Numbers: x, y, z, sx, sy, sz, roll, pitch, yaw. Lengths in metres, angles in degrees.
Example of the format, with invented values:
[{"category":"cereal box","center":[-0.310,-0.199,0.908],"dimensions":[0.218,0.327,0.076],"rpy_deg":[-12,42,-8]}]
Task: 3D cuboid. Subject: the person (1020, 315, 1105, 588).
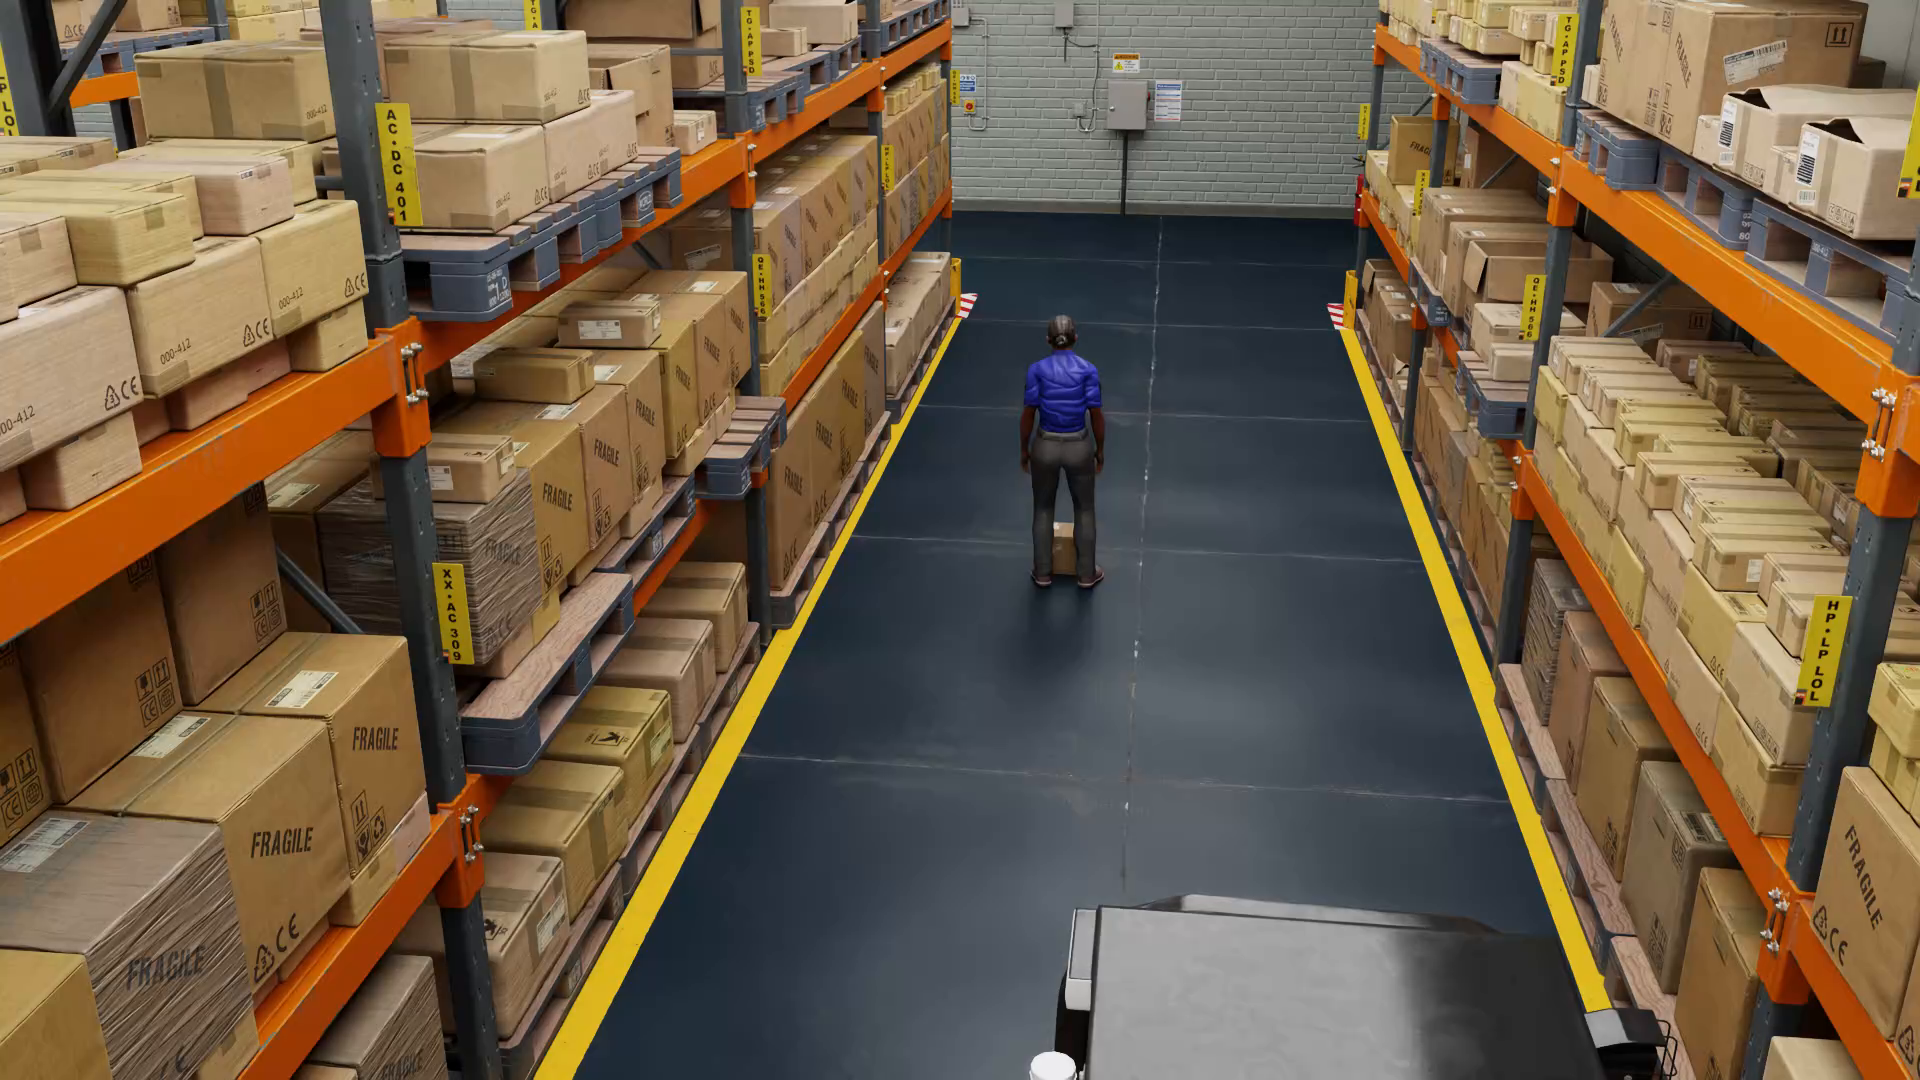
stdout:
[{"category":"person","center":[0.619,-0.518,9.919],"dimensions":[0.523,1.655,0.351],"rpy_deg":[2,21,5]}]
